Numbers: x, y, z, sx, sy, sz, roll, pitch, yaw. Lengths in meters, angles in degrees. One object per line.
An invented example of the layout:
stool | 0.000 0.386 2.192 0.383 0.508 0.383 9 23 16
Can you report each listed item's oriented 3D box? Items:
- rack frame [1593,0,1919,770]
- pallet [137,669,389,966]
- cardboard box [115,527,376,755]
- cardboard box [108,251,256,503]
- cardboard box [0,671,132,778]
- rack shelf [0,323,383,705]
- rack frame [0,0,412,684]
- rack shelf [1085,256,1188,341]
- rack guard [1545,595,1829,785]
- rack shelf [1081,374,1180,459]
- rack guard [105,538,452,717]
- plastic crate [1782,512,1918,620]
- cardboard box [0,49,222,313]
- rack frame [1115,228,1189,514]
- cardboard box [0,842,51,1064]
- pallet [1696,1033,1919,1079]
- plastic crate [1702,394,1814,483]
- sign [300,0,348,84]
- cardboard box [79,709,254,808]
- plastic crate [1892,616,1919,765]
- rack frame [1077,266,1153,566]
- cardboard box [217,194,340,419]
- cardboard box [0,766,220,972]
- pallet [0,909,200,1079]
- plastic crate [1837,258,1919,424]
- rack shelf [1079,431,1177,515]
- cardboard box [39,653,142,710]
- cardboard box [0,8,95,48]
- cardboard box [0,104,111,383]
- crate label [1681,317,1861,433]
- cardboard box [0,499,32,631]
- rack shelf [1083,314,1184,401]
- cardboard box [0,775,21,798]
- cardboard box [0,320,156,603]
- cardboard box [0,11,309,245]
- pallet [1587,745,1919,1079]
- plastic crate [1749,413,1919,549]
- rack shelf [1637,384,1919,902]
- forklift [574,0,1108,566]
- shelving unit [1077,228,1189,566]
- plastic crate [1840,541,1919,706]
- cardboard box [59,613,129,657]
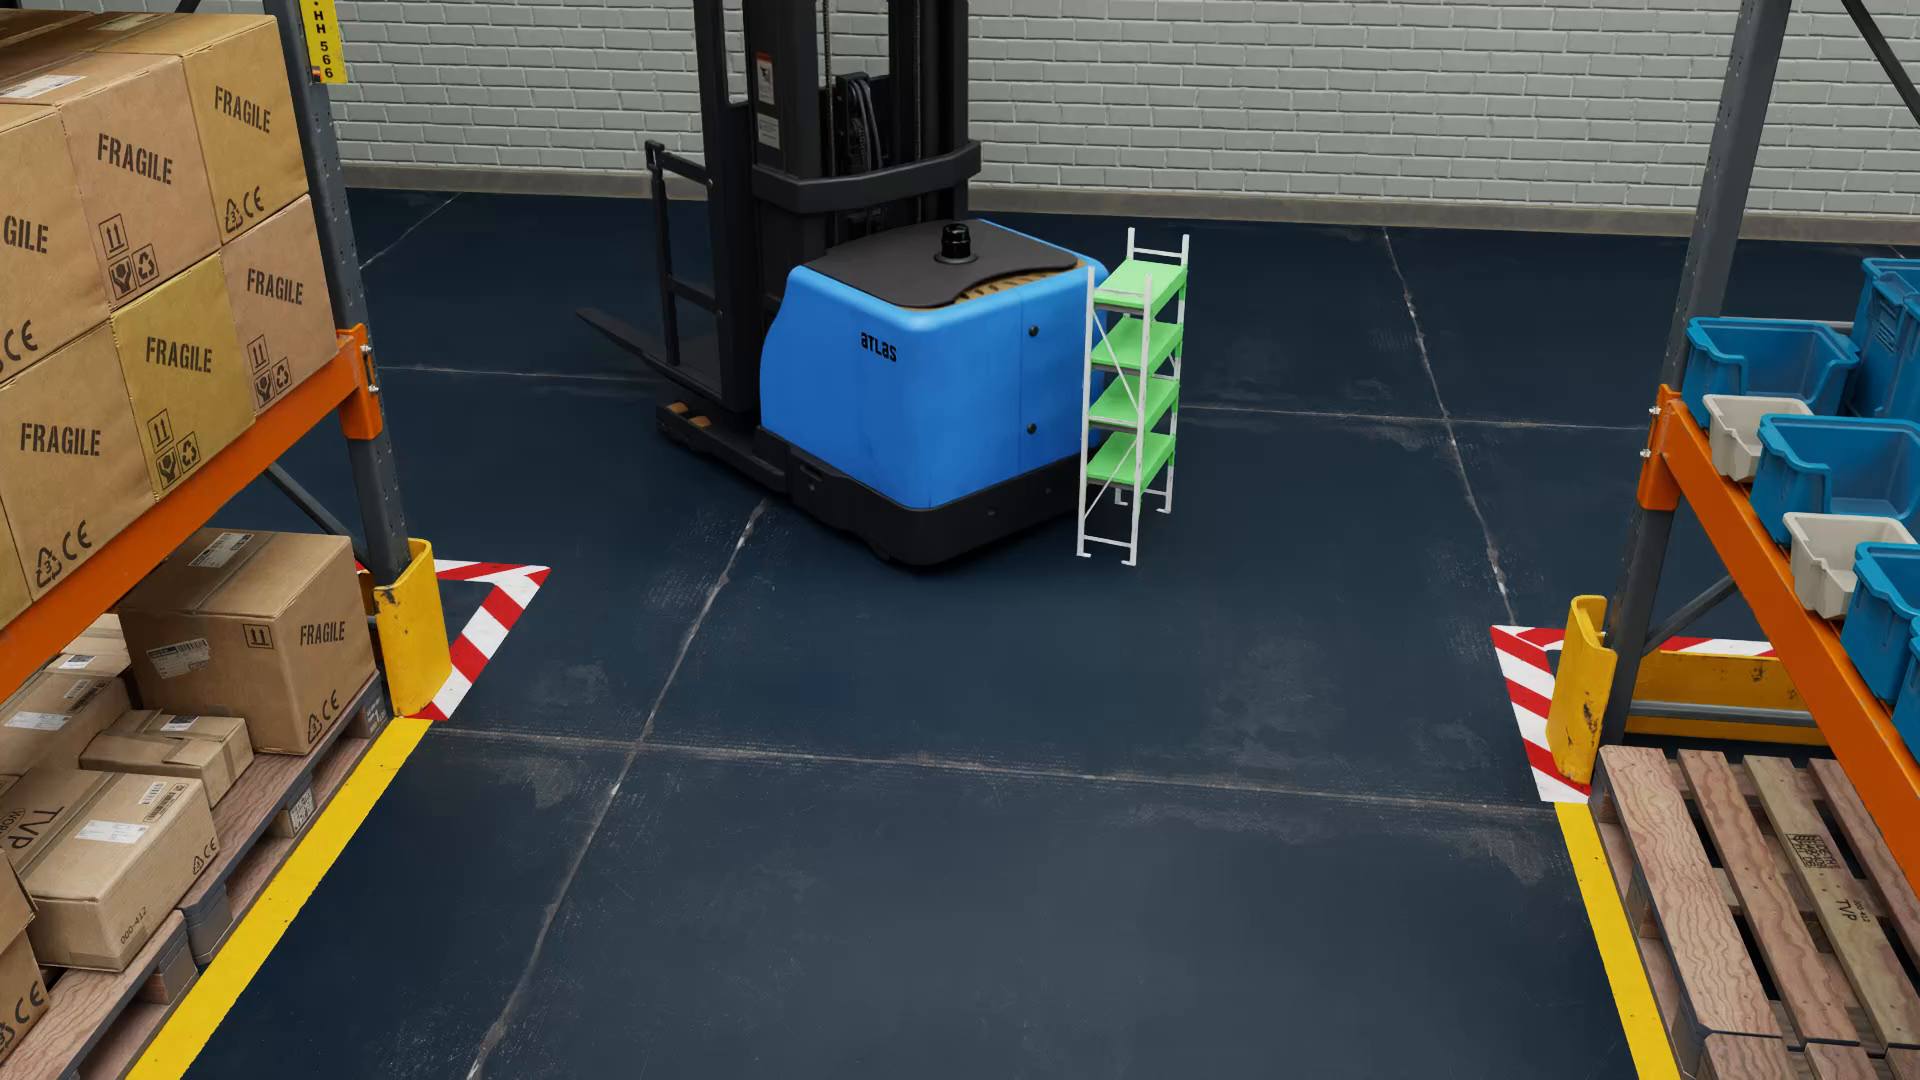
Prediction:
rack frame | 2.533 -0.579 4.663 1.000 3.000 0.127 3 28 6
pallet | -2.489 0.770 5.099 1.003 0.211 1.213 3 28 6
cardboard box | -2.205 0.308 5.187 0.500 0.500 0.500 3 28 6
cardboard box | -2.227 -0.442 4.302 0.500 0.500 0.500 4 29 7
cardboard box | -2.792 0.623 4.867 0.500 0.250 0.500 3 28 6
rack shelf | -2.628 0.389 3.623 1.077 0.370 4.000 3 28 6
rack frame | -2.383 -0.869 5.200 1.000 3.000 0.127 3 28 6
rack shelf | 0.675 -0.923 6.321 0.258 0.148 0.480 11 30 20
rack guard | 2.523 0.509 5.278 1.175 0.500 0.348 3 28 6
rack shelf | 0.675 -0.501 6.549 0.258 0.148 0.480 11 30 20
rack guard | -2.392 0.267 5.727 1.175 0.500 0.348 3 28 6
plastic crate | 1.971 0.073 3.667 0.250 0.136 0.298 3 28 6
cardboard box | -2.225 -0.890 4.079 0.500 0.500 0.500 4 29 8
rack frame | 0.769 -0.664 6.717 0.240 1.200 0.015 11 30 20
cardboard box | -2.648 1.035 3.835 0.797 0.503 0.637 3 28 6
pallet | 2.241 1.607 3.545 1.003 0.211 1.213 3 28 6
plastic crate | 2.055 -0.246 4.259 0.250 0.136 0.298 3 28 6
sign | -1.834 -1.476 4.773 0.100 0.325 0.005 3 28 6
cardboard box | -2.344 0.640 4.922 0.380 0.166 0.250 3 28 6
plastic crate | 1.978 0.326 3.095 0.416 0.233 0.300 3 28 6
rack frame | 0.582 -0.450 6.320 0.240 1.200 0.015 11 30 20
cardboard box | -2.167 -0.686 4.756 0.500 0.500 0.500 4 29 8
cardboard box | -2.351 0.864 4.420 0.500 0.250 0.500 3 28 6
pallet | -2.641 1.343 4.036 1.003 0.211 1.213 3 28 6
plastic crate | 2.677 -0.453 4.327 0.616 0.435 0.499 3 28 6
rack shelf | 0.675 -0.289 6.663 0.258 0.148 0.480 11 30 20
cardboard box | -2.806 0.480 5.221 0.380 0.166 0.250 3 28 6
cardboard box | -2.699 -1.160 4.580 0.500 0.500 0.500 4 29 8
cardboard box | -2.284 -0.645 3.626 0.500 0.500 0.500 4 29 8
crate label | 2.176 -0.435 4.508 0.416 0.233 0.303 3 28 6
cardboard box | -2.356 0.030 3.427 0.500 0.500 0.500 3 28 5
rack shelf | 0.675 -0.712 6.435 0.258 0.148 0.480 11 30 20
cardboard box | -2.853 0.858 4.430 0.500 0.250 0.500 3 28 6
cardboard box | -2.294 -0.207 3.867 0.500 0.500 0.500 4 29 7
cardboard box | -2.164 -1.128 4.521 0.500 0.500 0.500 3 28 6
pallet | 2.393 1.034 4.608 1.003 0.211 1.213 3 28 6
plastic crate | 2.095 -0.125 3.933 0.416 0.233 0.300 3 28 6
rack shelf | 2.288 0.679 3.086 1.077 0.370 4.000 3 28 6
forklift | -0.733 -1.816 7.031 1.130 2.935 3.031 -22 35 -34
shelving unit | 0.675 -0.557 6.518 0.258 1.200 0.503 11 30 20
plastic crate | 2.015 0.185 3.358 0.416 0.233 0.300 3 28 6
cardboard box | -2.775 0.370 5.443 0.380 0.149 0.250 3 28 6
